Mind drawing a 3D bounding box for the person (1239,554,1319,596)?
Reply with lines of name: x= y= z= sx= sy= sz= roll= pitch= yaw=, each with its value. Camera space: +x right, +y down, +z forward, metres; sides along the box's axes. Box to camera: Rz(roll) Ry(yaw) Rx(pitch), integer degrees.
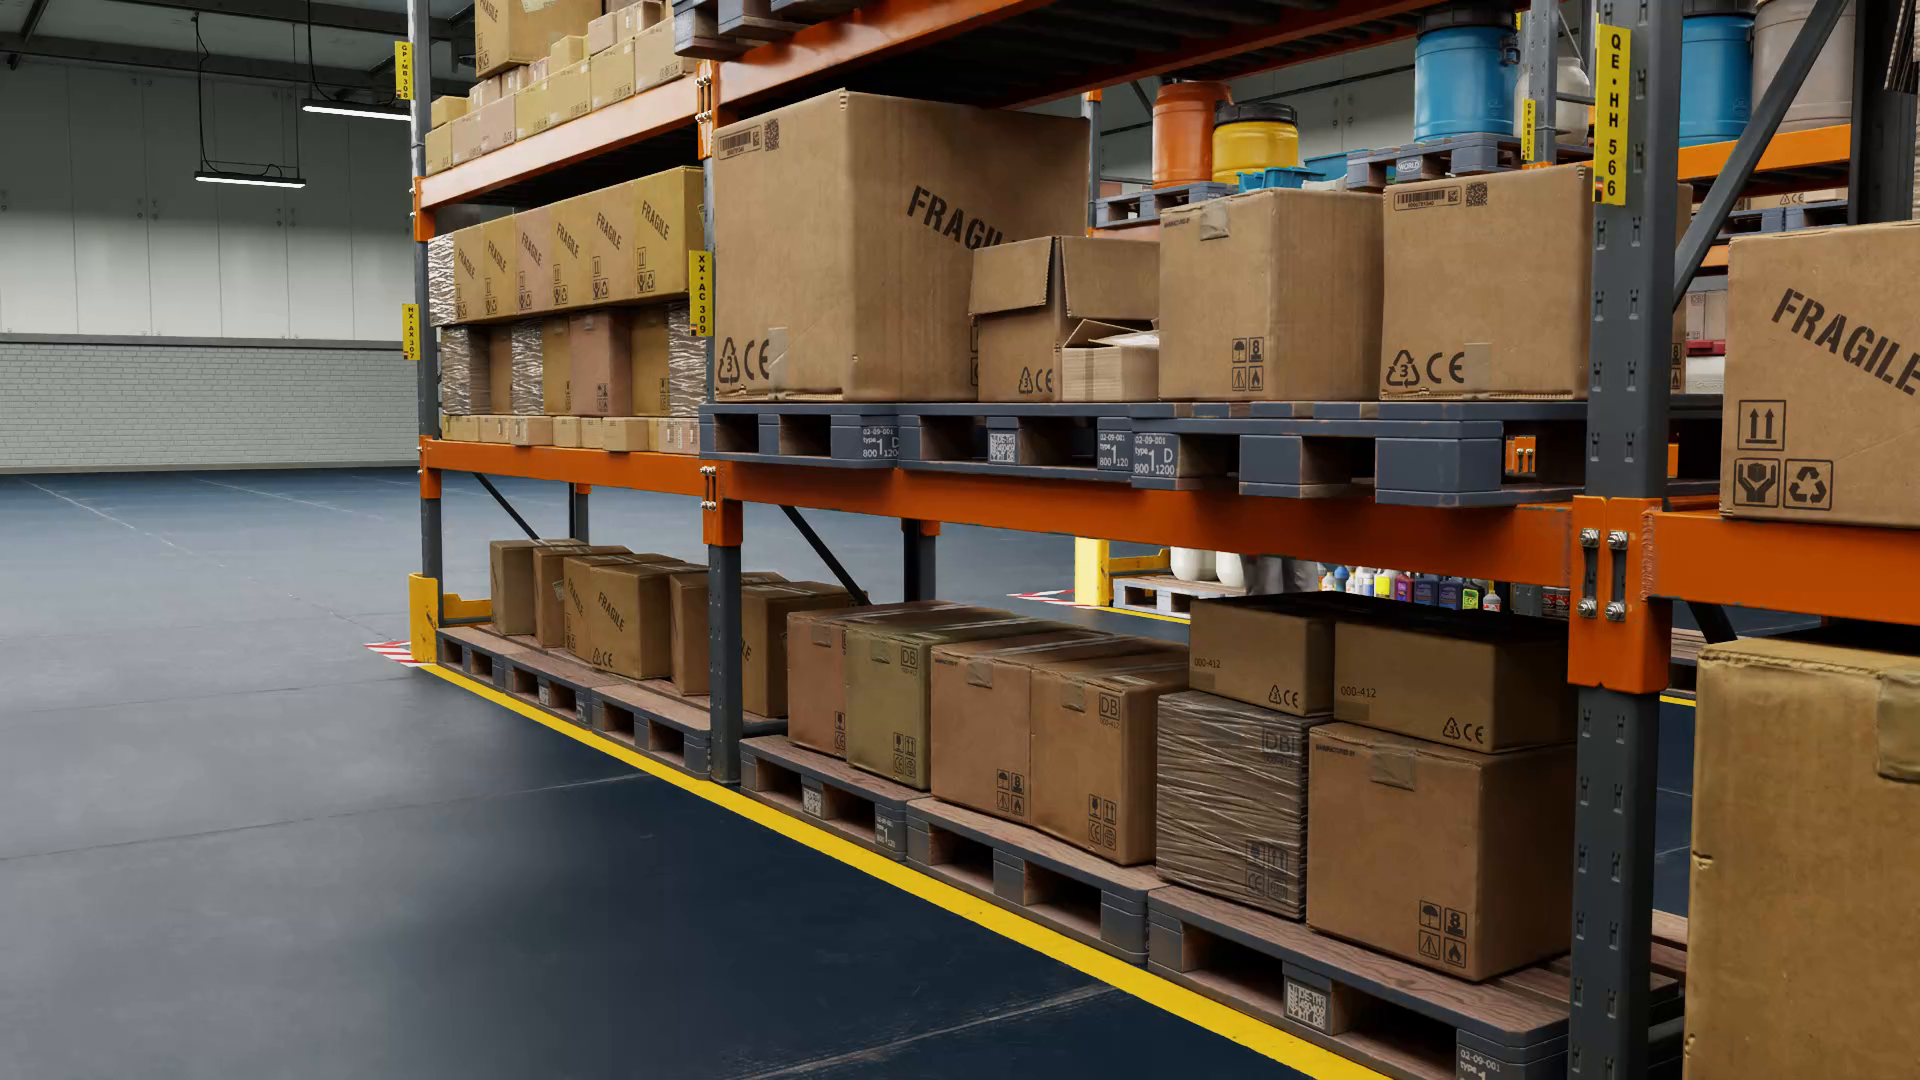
person: x=1.606 y=-0.052 z=8.298 sx=0.579 sy=1.769 sz=0.475 roll=-3 pitch=6 yaw=-36
